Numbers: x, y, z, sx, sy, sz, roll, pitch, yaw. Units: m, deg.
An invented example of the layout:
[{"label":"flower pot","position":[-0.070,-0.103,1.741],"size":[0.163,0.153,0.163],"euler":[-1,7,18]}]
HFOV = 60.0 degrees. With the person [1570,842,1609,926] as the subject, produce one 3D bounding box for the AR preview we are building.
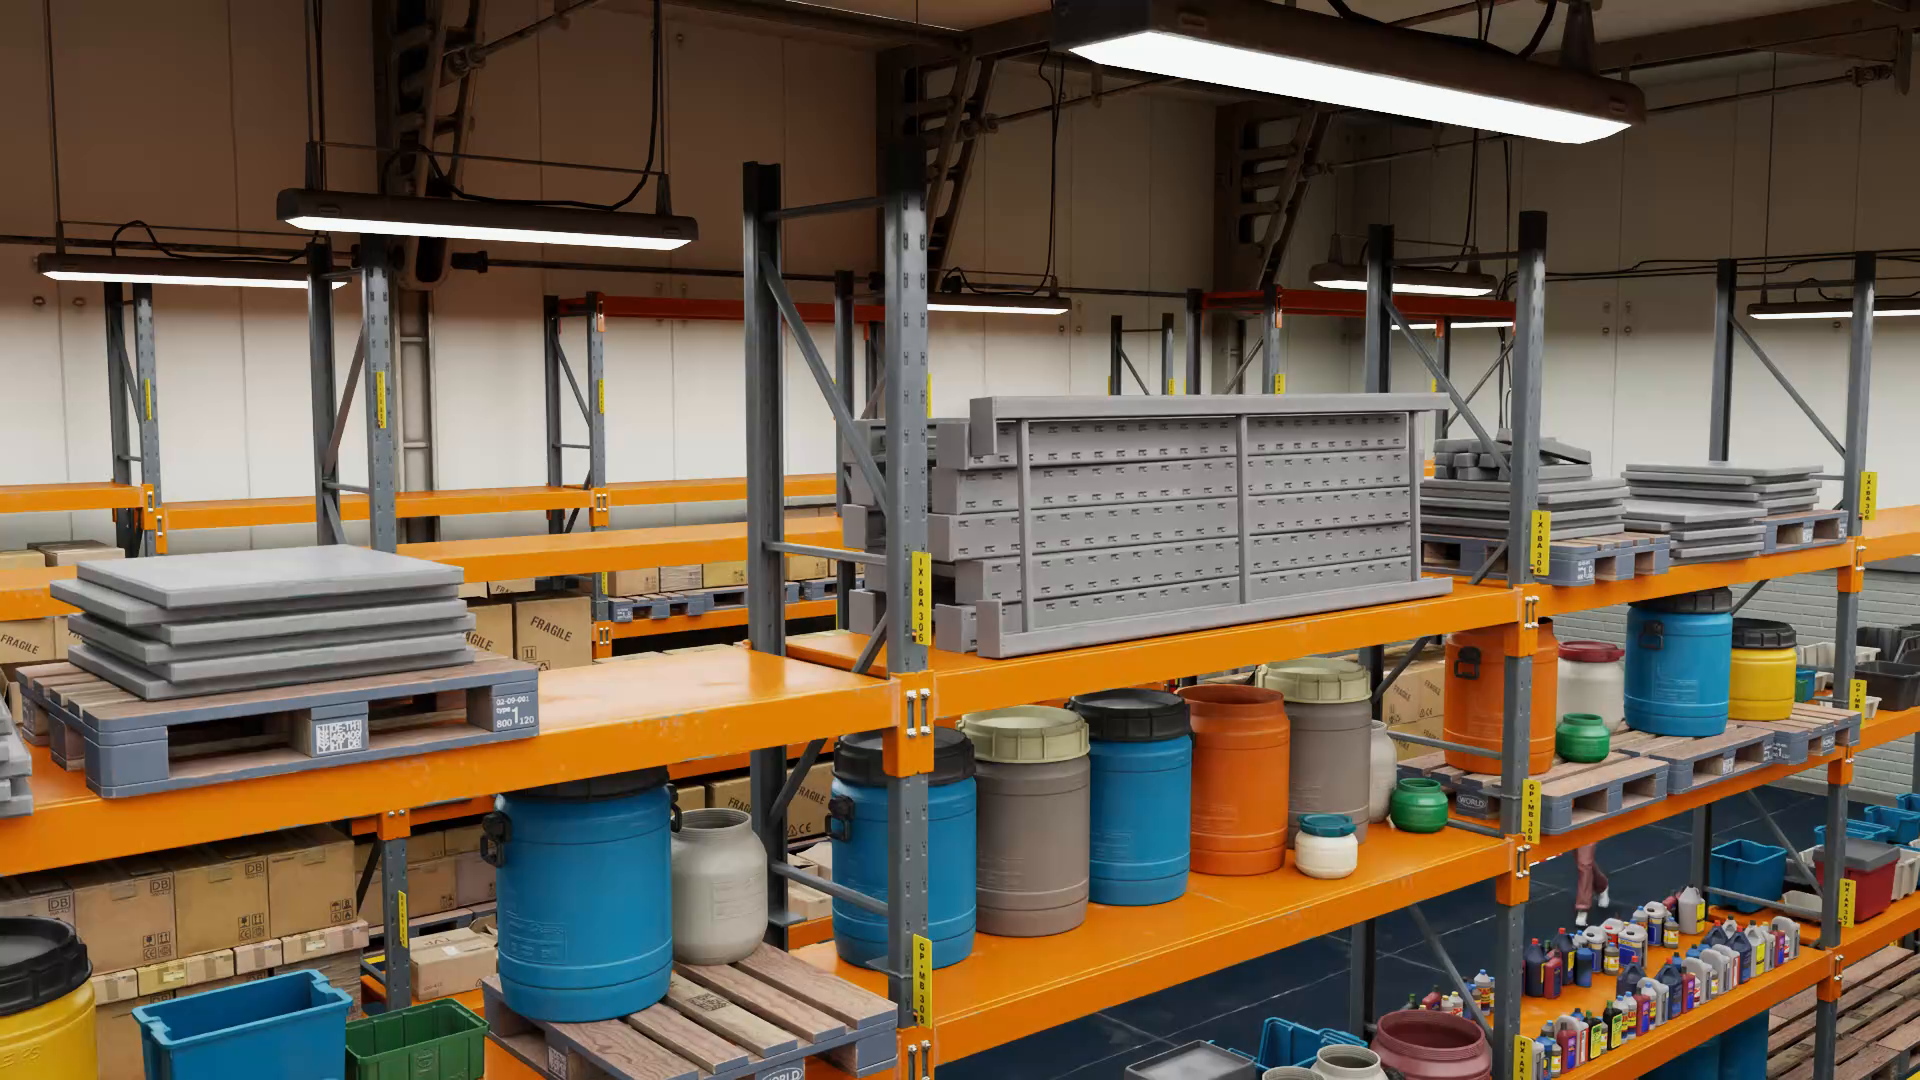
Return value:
[{"label":"person","position":[5.940,2.775,16.076],"size":[0.588,1.630,0.957],"euler":[5,7,42]}]
